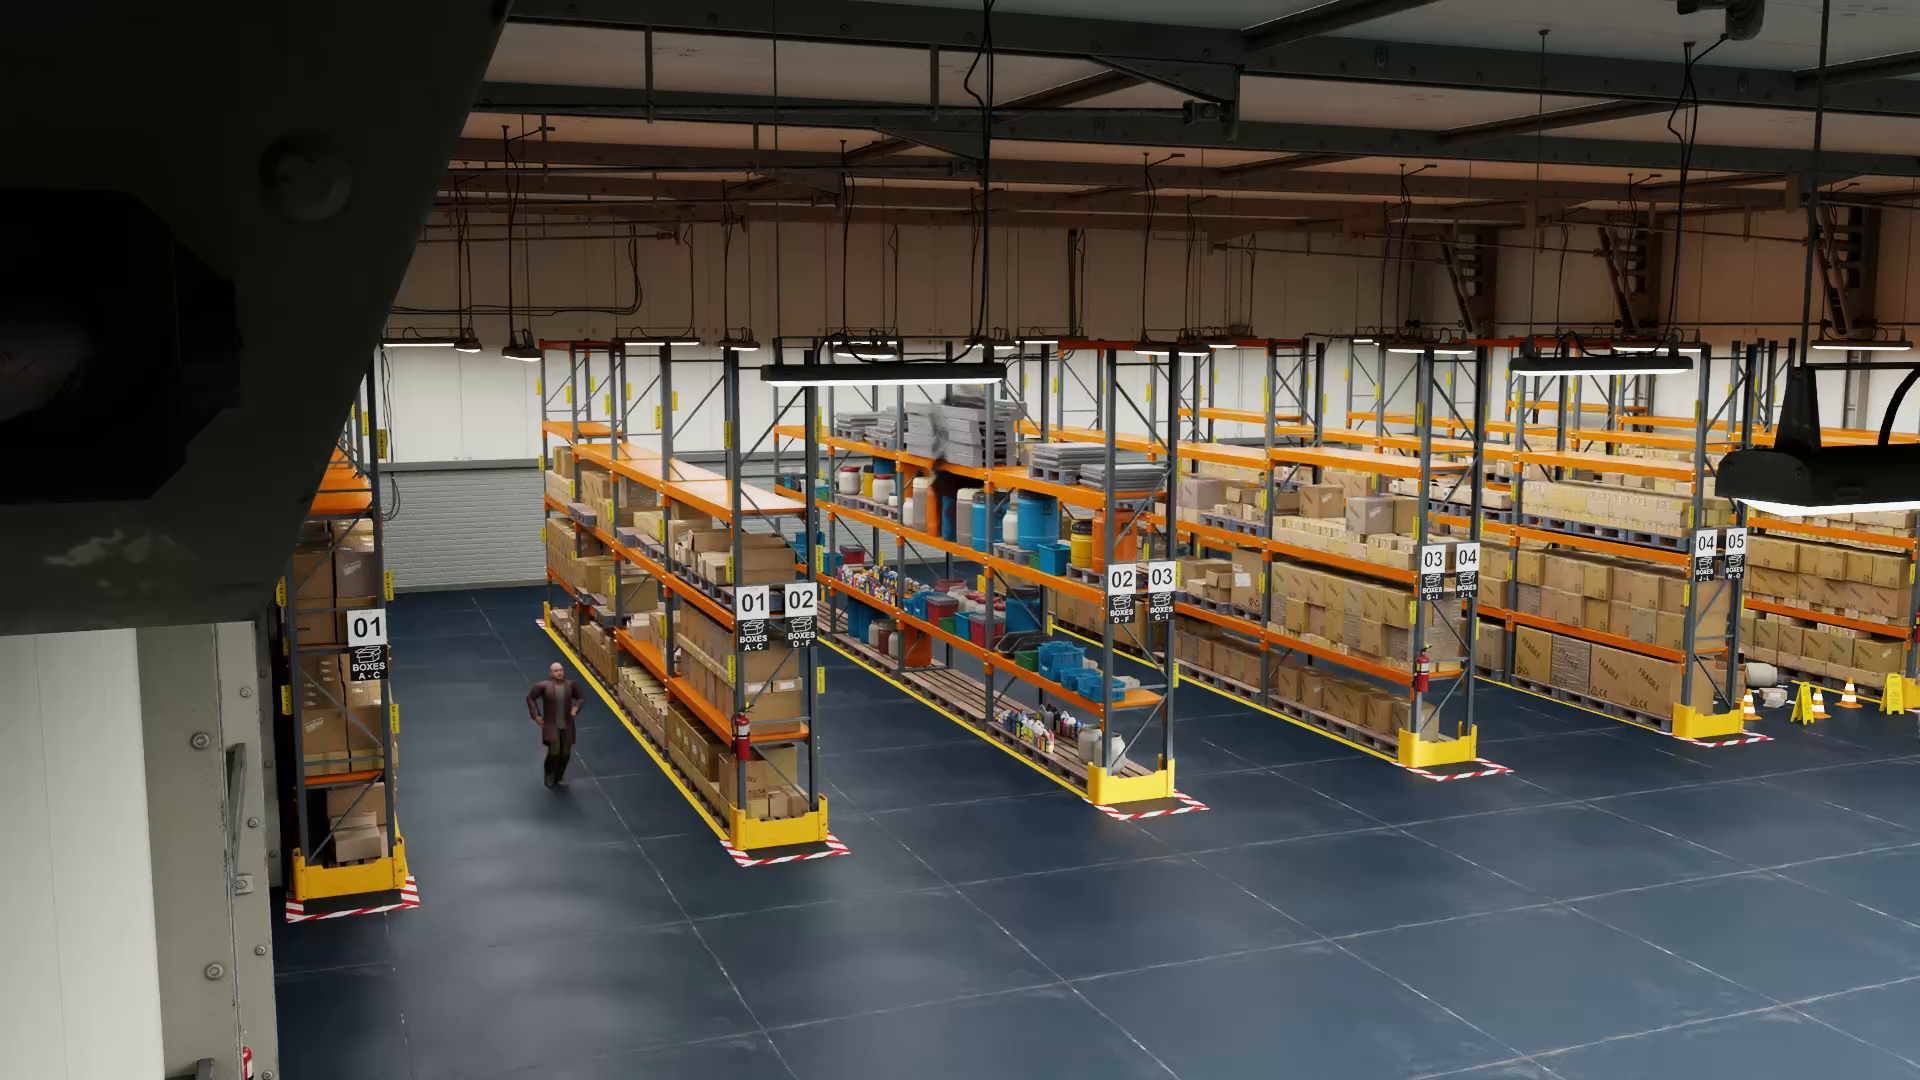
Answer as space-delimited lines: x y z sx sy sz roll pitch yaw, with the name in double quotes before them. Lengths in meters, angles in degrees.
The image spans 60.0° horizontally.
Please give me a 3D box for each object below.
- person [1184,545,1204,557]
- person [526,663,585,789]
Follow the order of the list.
"person" 5.916 0.058 41.643 0.638 1.699 0.652 2 8 17
"person" -5.436 2.535 22.548 0.765 1.744 0.609 -4 8 -27
